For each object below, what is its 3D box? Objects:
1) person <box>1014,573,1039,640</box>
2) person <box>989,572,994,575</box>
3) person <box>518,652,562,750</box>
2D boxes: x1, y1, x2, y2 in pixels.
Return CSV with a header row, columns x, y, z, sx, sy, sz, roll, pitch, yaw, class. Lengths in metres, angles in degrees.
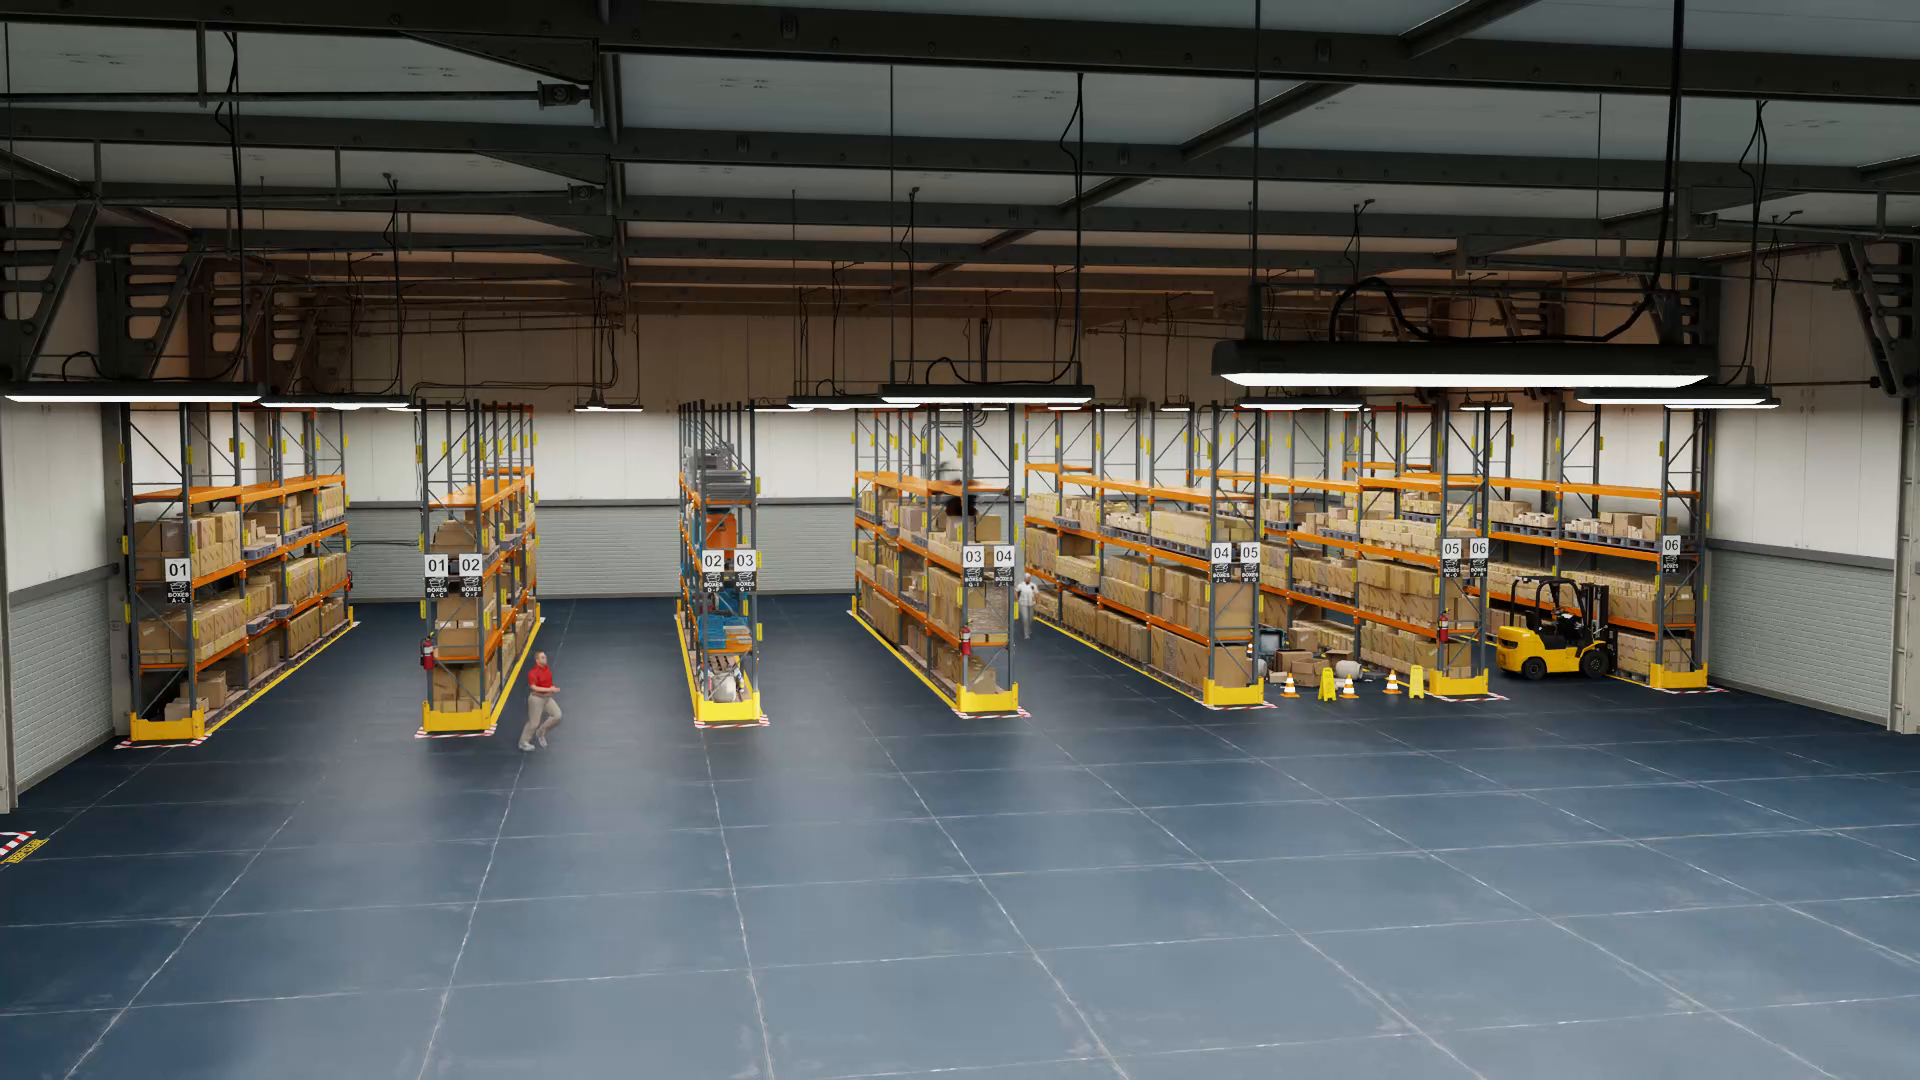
x,y,z,sx,sy,sz,roll,pitch,yaw,class
1.718,1.677,42.617,0.623,1.663,0.821,-1,4,-8,person
0.657,1.253,48.016,0.687,1.624,0.946,1,4,9,person
-7.115,2.726,28.316,0.836,1.682,0.681,2,5,23,person
